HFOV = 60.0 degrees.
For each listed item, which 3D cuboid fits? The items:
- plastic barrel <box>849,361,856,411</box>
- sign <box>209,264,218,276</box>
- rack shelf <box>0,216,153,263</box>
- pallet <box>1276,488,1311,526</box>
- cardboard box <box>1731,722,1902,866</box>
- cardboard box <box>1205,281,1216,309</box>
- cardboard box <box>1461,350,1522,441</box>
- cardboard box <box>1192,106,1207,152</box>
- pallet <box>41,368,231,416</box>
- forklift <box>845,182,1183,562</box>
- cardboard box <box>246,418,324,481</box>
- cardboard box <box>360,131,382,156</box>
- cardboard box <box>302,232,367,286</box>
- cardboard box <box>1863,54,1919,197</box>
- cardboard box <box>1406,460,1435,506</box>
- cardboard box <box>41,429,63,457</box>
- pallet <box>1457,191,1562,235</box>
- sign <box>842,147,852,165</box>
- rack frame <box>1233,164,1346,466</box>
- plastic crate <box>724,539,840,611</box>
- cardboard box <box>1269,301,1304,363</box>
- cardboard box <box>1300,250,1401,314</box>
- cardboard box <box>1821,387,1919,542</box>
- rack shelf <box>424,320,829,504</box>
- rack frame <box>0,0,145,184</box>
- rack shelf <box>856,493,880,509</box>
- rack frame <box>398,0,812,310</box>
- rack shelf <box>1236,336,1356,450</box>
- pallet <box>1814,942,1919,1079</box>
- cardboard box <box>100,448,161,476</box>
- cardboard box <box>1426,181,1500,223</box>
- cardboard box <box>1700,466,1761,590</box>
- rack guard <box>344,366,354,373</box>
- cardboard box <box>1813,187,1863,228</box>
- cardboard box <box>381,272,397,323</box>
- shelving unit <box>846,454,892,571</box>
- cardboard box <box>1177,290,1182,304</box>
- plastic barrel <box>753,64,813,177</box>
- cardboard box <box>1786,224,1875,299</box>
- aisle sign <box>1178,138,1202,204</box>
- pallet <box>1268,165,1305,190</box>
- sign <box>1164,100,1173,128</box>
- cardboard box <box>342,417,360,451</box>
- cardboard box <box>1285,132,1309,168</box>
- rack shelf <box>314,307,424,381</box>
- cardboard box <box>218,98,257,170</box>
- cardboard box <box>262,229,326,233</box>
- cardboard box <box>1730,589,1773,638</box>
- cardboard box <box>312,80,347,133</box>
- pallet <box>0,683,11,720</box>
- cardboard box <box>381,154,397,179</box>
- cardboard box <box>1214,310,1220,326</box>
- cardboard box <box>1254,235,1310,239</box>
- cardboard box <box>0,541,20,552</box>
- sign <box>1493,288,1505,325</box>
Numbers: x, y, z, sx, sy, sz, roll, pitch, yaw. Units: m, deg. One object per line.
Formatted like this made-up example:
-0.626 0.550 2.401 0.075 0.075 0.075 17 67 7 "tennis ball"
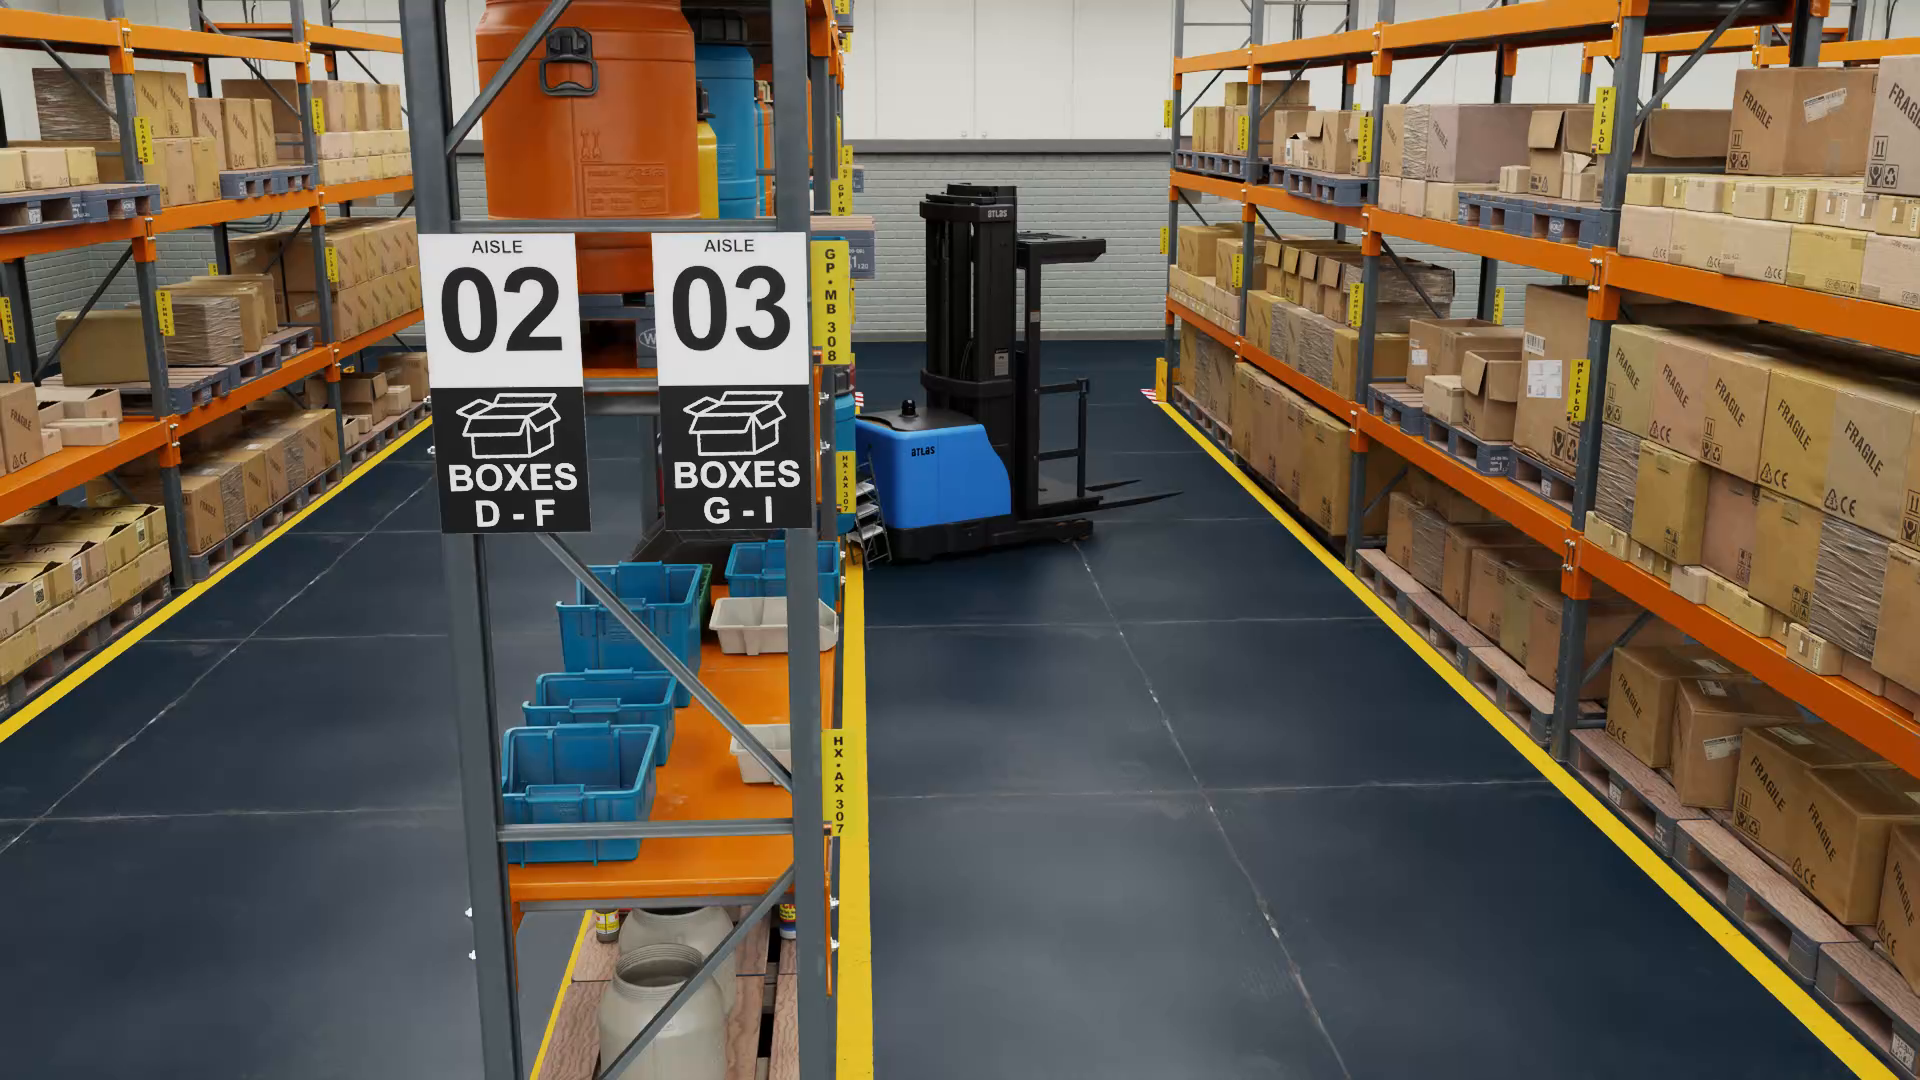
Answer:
-1.057 -1.109 12.043 0.600 0.536 0.708 -1 14 -3 "plastic barrel"
-7.121 -2.482 15.915 0.100 0.325 0.005 -1 14 -3 "sign"
-6.208 -1.685 9.979 1.077 0.370 4.000 -1 14 -3 "rack shelf"
3.509 -0.380 15.078 1.003 0.211 1.213 -1 14 -3 "pallet"
3.948 1.168 7.643 0.500 0.500 0.500 -2 15 -8 "cardboard box"
2.952 -2.658 18.040 0.500 0.250 0.500 -1 14 -2 "cardboard box"
3.604 -0.918 10.526 0.797 0.503 0.637 1 14 2 "cardboard box"
3.060 -4.702 19.019 0.700 0.500 0.500 -1 14 -5 "cardboard box"
-6.444 -1.153 12.871 1.213 0.211 1.003 -1 14 -3 "pallet"
0.531 -1.502 13.981 3.031 2.935 1.130 -9 17 -31 "forklift"
-6.241 -0.834 15.381 0.500 0.500 0.500 -1 14 -3 "cardboard box"
-6.445 -4.193 17.581 0.500 0.250 0.500 -1 14 -3 "cardboard box"
-6.361 -2.855 16.897 0.500 0.500 0.500 -1 14 -5 "cardboard box"
3.702 -1.509 6.052 0.500 0.500 0.500 -1 14 -3 "cardboard box"
3.627 -0.430 12.305 0.500 0.250 0.500 0 14 -1 "cardboard box"
-6.197 -0.640 10.999 0.380 0.149 0.250 0 14 1 "cardboard box"
3.804 -2.010 10.176 1.213 0.211 1.003 -1 14 -3 "pallet"
-1.087 -3.613 16.013 0.100 0.325 0.005 -1 14 -3 "sign"
3.308 -2.225 16.654 1.000 3.000 0.127 -1 14 -3 "rack frame"
-0.801 0.184 7.589 0.499 0.251 0.616 -1 14 -3 "plastic crate"
3.149 -1.906 15.212 0.500 0.500 0.500 -1 14 -5 "cardboard box"
3.441 -2.275 14.636 0.797 0.503 0.637 0 14 -2 "cardboard box"
3.705 -0.299 6.364 0.500 0.500 0.500 -1 14 -3 "cardboard box"
-1.016 -0.766 6.406 1.077 0.370 4.000 -1 14 -3 "rack shelf"
-6.332 -3.983 11.449 1.000 3.000 0.127 -1 14 -3 "rack frame"
-0.784 -0.285 13.025 0.258 0.077 0.200 -25 25 -31 "rack shelf"
-0.892 -2.069 4.010 1.000 3.000 0.127 -1 14 -3 "rack frame"
3.431 -1.379 14.810 1.077 0.370 4.000 -1 14 -3 "rack shelf"
4.031 1.889 6.263 1.003 0.211 1.213 -1 14 -3 "pallet"
-6.632 -0.687 13.304 0.500 0.250 0.500 0 14 -1 "cardboard box"
3.403 -2.234 10.970 0.500 0.250 0.500 -1 14 -2 "cardboard box"
3.897 -0.067 7.470 0.875 0.500 0.500 -1 14 -3 "cardboard box"
-6.823 -1.838 20.167 1.175 0.500 0.348 -1 14 -3 "rack guard"
3.684 -1.336 6.678 0.380 0.149 0.250 -1 14 -2 "cardboard box"
-6.436 -2.630 18.029 0.500 0.500 0.500 -1 14 -4 "cardboard box"
-0.774 -0.233 13.045 0.258 0.900 0.210 -25 25 -31 "shelving unit"
2.786 -2.877 19.693 0.380 0.149 0.250 -1 14 -5 "cardboard box"
-1.420 -3.159 12.559 0.600 0.830 0.708 -1 14 -3 "plastic barrel"
3.674 -1.113 6.614 0.500 0.250 0.500 -1 14 -4 "cardboard box"
2.756 -4.492 20.248 0.394 0.787 0.004 -1 14 -3 "aisle sign"
3.414 -3.358 15.421 0.805 0.209 1.217 -1 15 -6 "pallet"
2.505 -5.127 20.000 0.100 0.325 0.005 -1 14 -3 "sign"
-6.390 -1.091 16.762 0.500 0.311 0.500 -1 14 -3 "cardboard box"
3.286 -3.564 15.173 0.500 0.311 0.500 -1 14 -5 "cardboard box"
-6.704 -2.222 18.086 1.077 0.370 4.000 -1 14 -3 "rack shelf"
-6.558 -3.533 14.476 0.600 0.600 0.600 -1 14 -4 "cardboard box"
-6.935 -2.980 17.381 0.500 0.500 0.500 -1 14 -3 "cardboard box"
3.623 0.317 7.277 0.380 0.149 0.250 -1 14 -3 "cardboard box"
-6.538 -4.305 16.512 0.700 0.500 0.500 -1 14 -3 "cardboard box"
-6.169 1.085 9.387 1.003 0.211 1.213 -1 14 -3 "pallet"
-6.469 -4.075 18.127 0.500 0.250 0.500 -1 14 -3 "cardboard box"
2.914 -2.366 17.706 0.380 0.149 0.250 -1 14 -2 "cardboard box"
3.473 -3.034 17.999 0.500 0.500 0.500 -1 14 -5 "cardboard box"
-6.523 0.171 10.893 0.500 0.311 0.500 -1 14 -5 "cardboard box"
4.096 -1.763 12.695 0.100 0.325 0.005 -1 14 -3 "sign"
